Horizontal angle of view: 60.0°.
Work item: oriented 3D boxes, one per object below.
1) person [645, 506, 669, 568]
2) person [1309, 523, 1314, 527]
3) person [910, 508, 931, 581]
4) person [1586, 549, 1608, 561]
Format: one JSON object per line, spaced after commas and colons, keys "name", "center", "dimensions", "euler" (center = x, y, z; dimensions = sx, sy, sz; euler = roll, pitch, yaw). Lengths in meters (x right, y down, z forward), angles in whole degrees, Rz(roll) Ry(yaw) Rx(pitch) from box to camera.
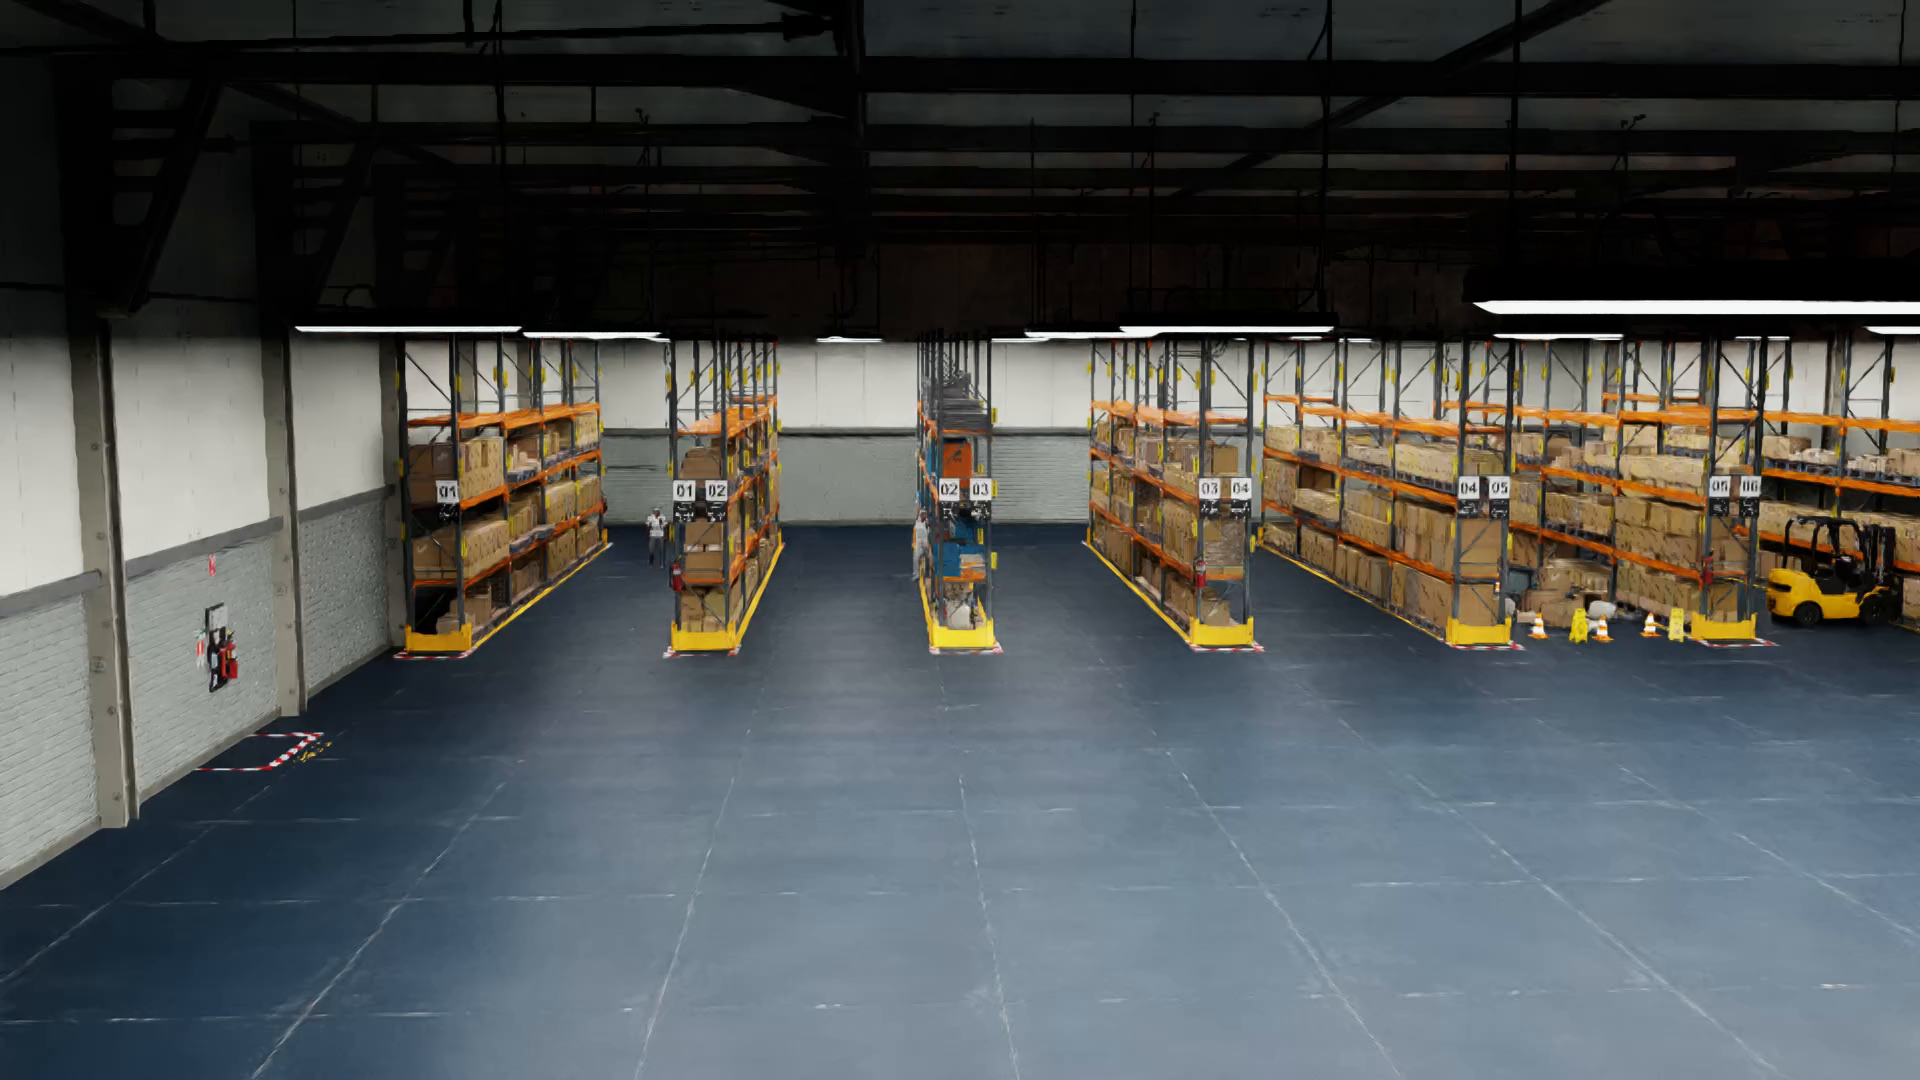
{"name": "person", "center": [-7.744, -0.085, 42.521], "dimensions": [0.592, 1.629, 0.531], "euler": [-1, 7, -4]}
{"name": "person", "center": [10.805, -1.120, 50.661], "dimensions": [0.598, 1.771, 0.580], "euler": [4, 8, 33]}
{"name": "person", "center": [-0.789, 0.084, 38.218], "dimensions": [0.579, 1.700, 0.960], "euler": [2, 7, 17]}
{"name": "person", "center": [16.870, -0.283, 43.963], "dimensions": [0.557, 1.638, 0.588], "euler": [3, 7, 20]}
